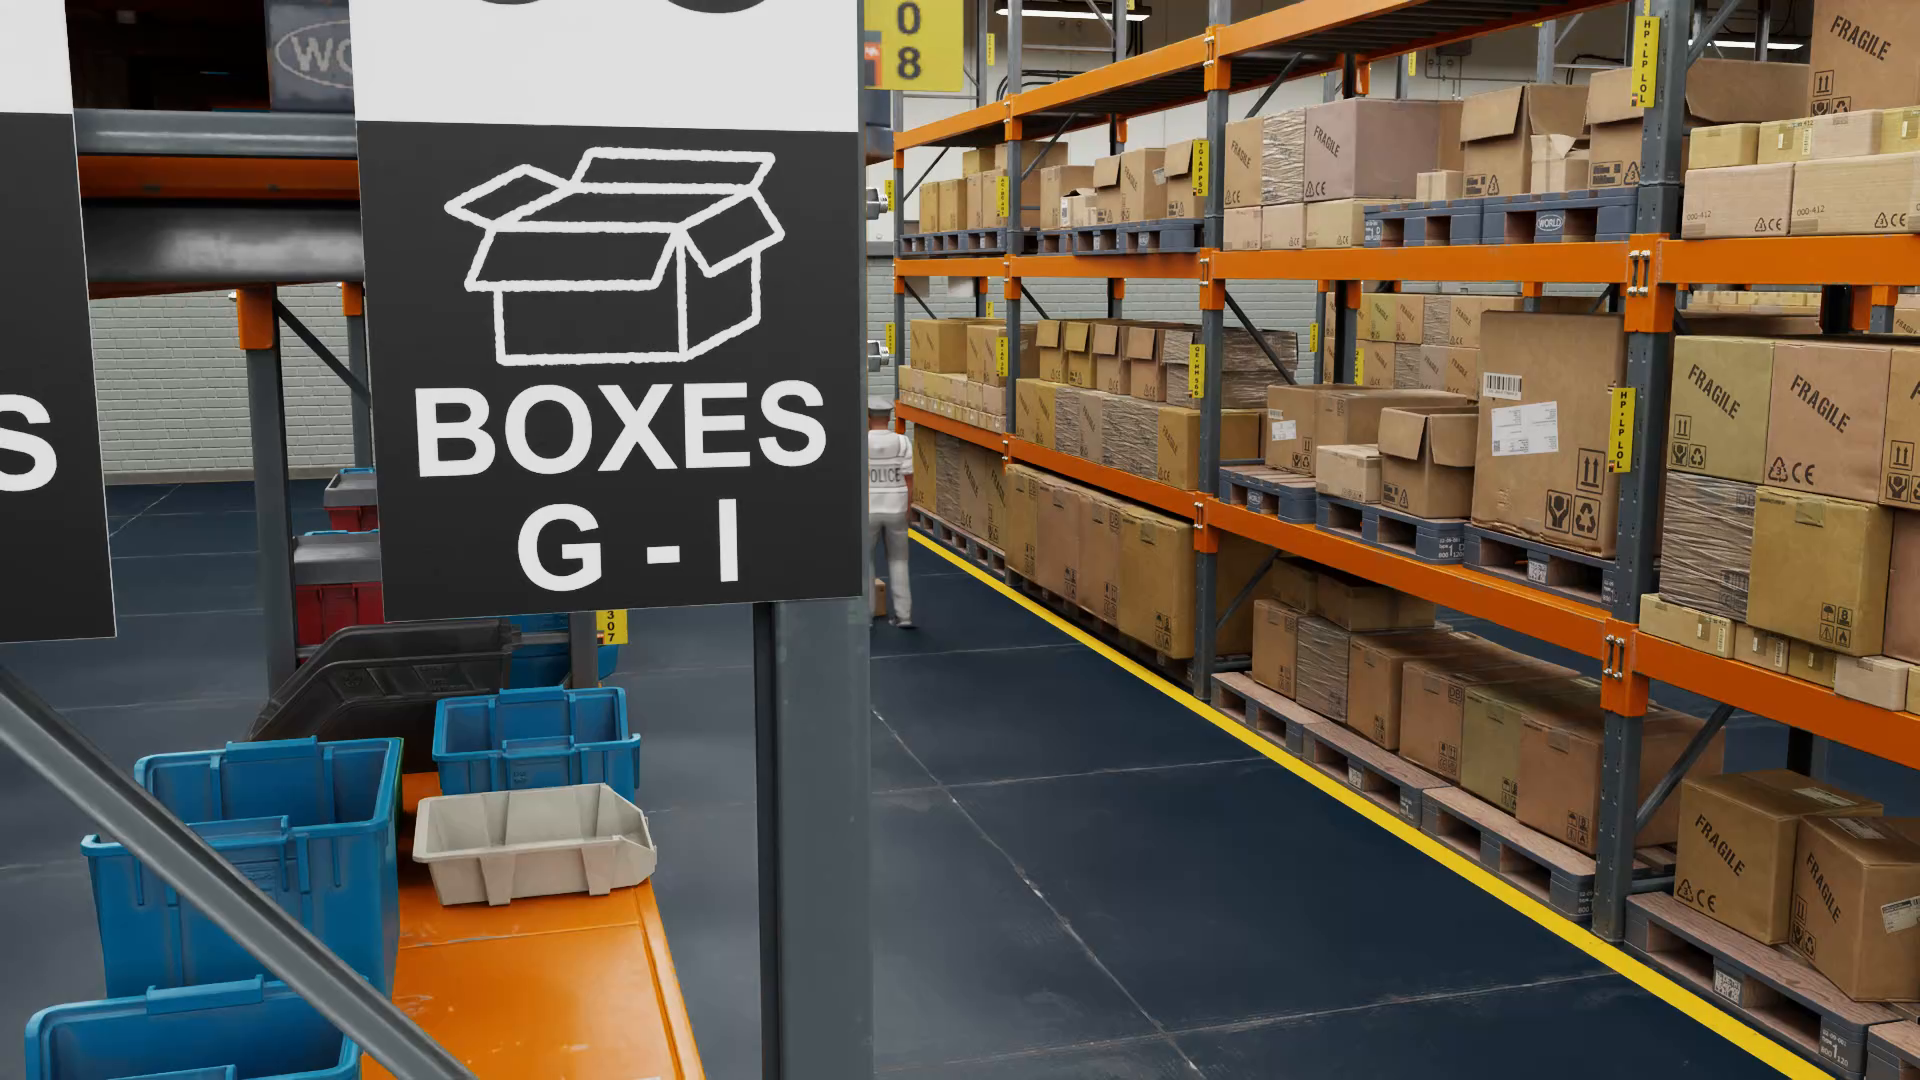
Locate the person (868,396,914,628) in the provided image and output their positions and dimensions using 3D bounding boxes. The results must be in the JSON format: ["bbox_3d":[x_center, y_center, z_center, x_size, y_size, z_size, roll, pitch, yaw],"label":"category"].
[{"bbox_3d":[-0.623,-0.192,12.628,0.528,1.799,0.391,-2,9,-14],"label":"person"}]
